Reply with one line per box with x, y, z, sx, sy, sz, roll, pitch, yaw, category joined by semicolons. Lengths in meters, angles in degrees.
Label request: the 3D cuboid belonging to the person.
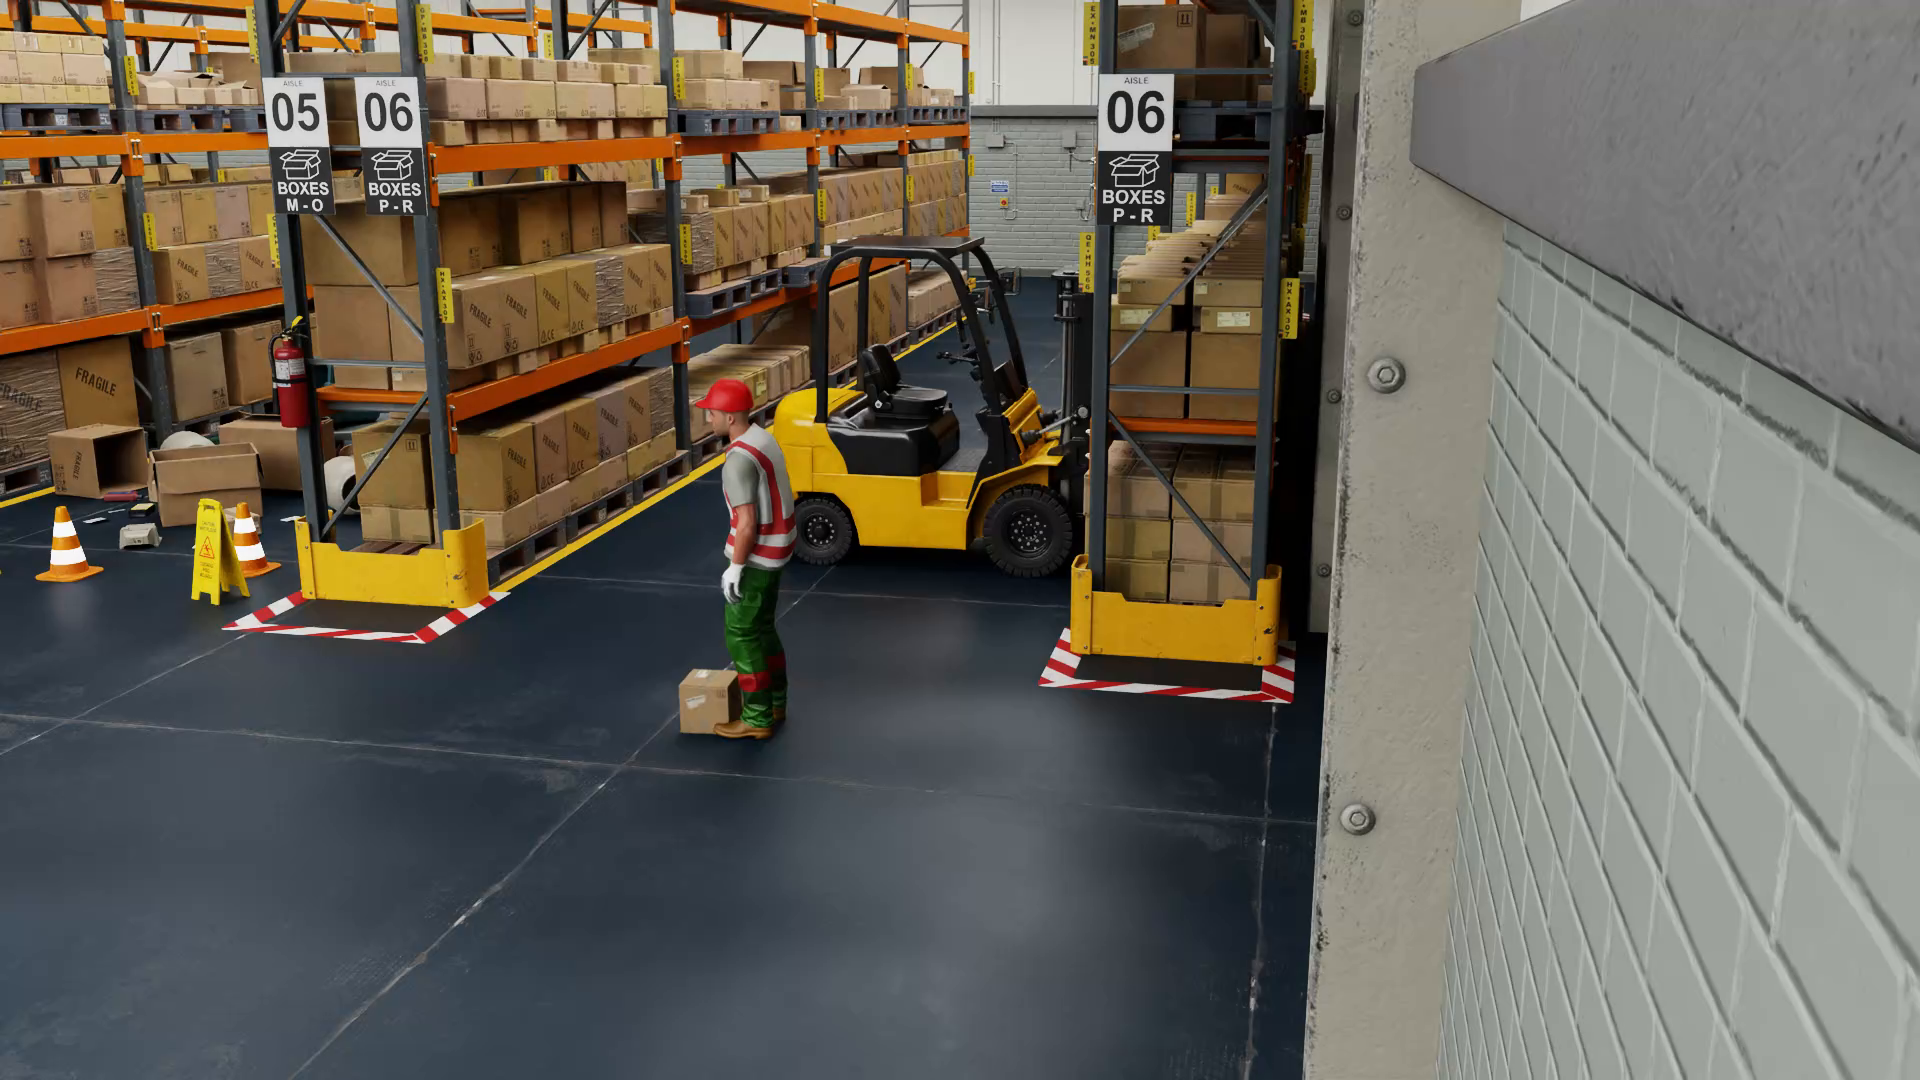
-1.035;0.088;8.144;0.453;1.777;0.609;2;15;8;person
